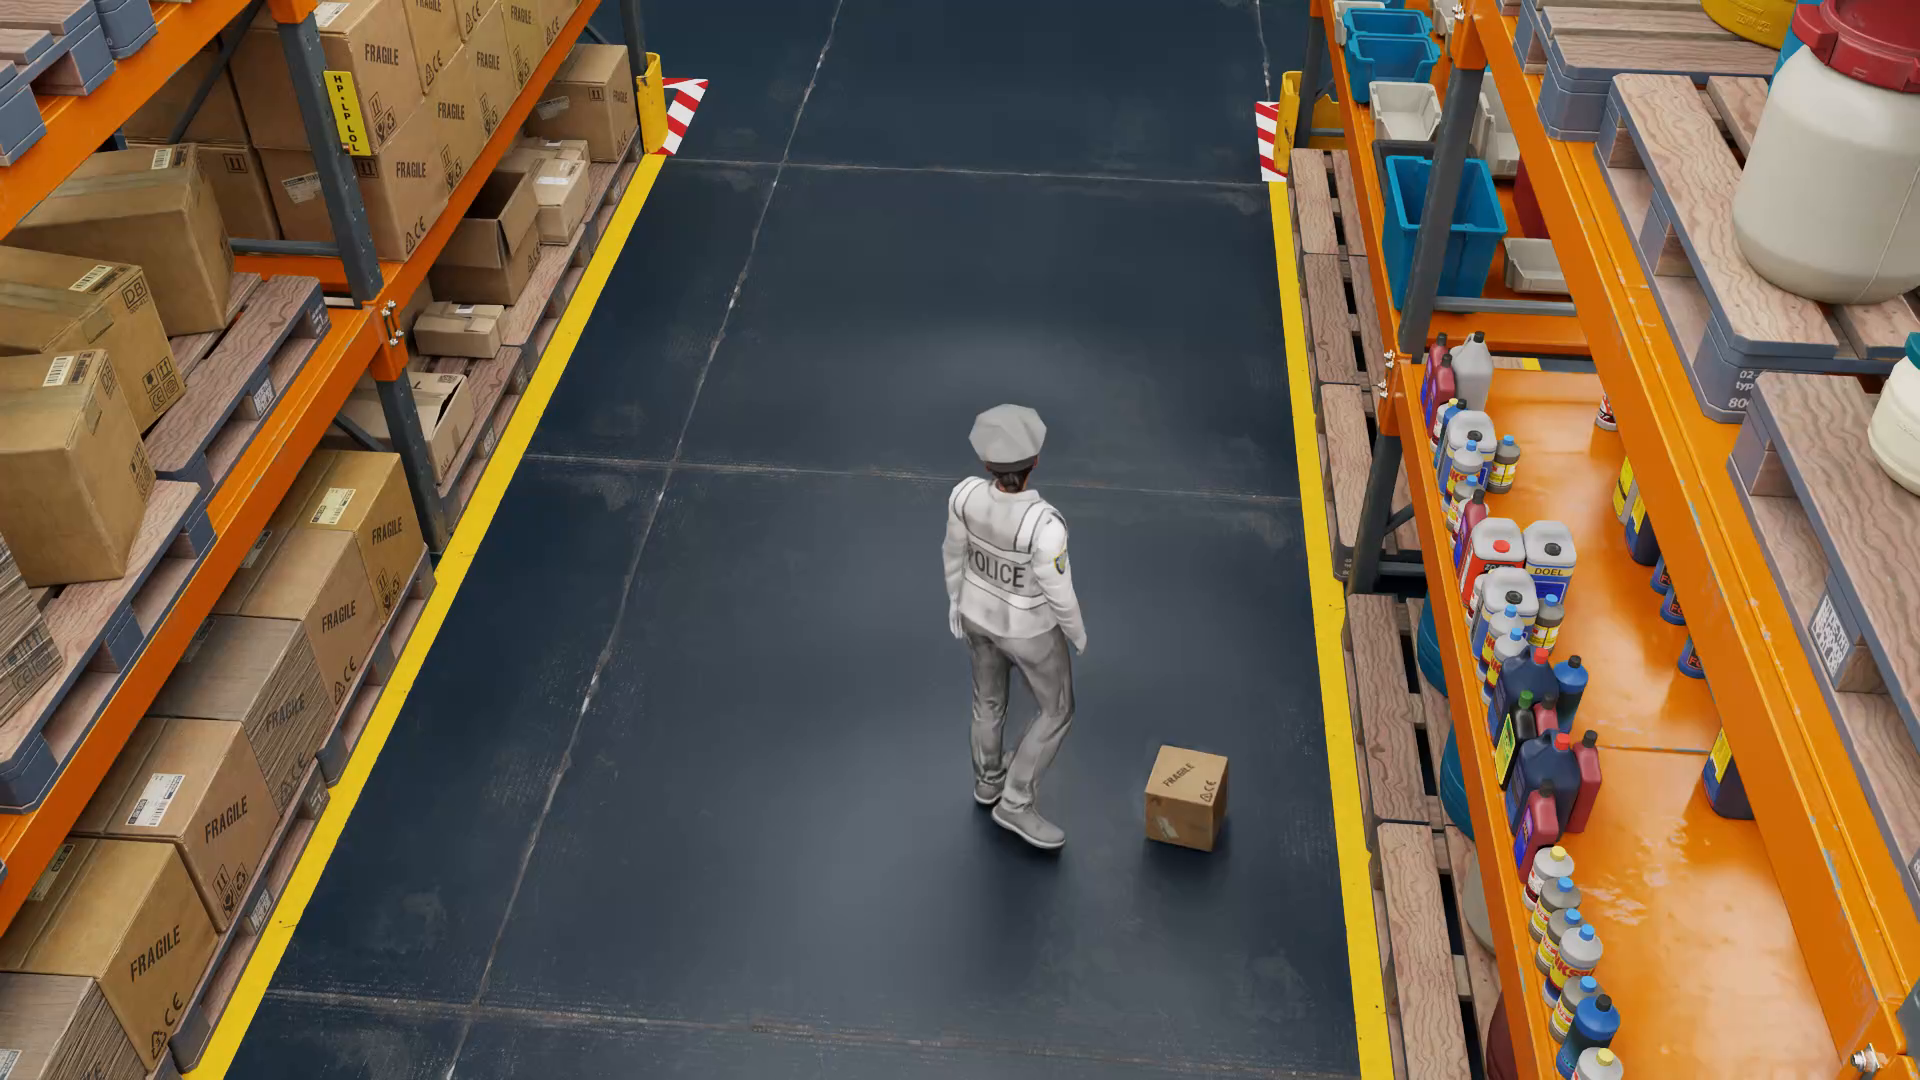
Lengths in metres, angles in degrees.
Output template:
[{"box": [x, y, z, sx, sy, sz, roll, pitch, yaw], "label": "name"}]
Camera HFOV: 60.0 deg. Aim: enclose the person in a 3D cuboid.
[{"box": [0.193, 0.324, 5.744, 0.645, 1.661, 0.435, 29, 48, 29], "label": "person"}]
